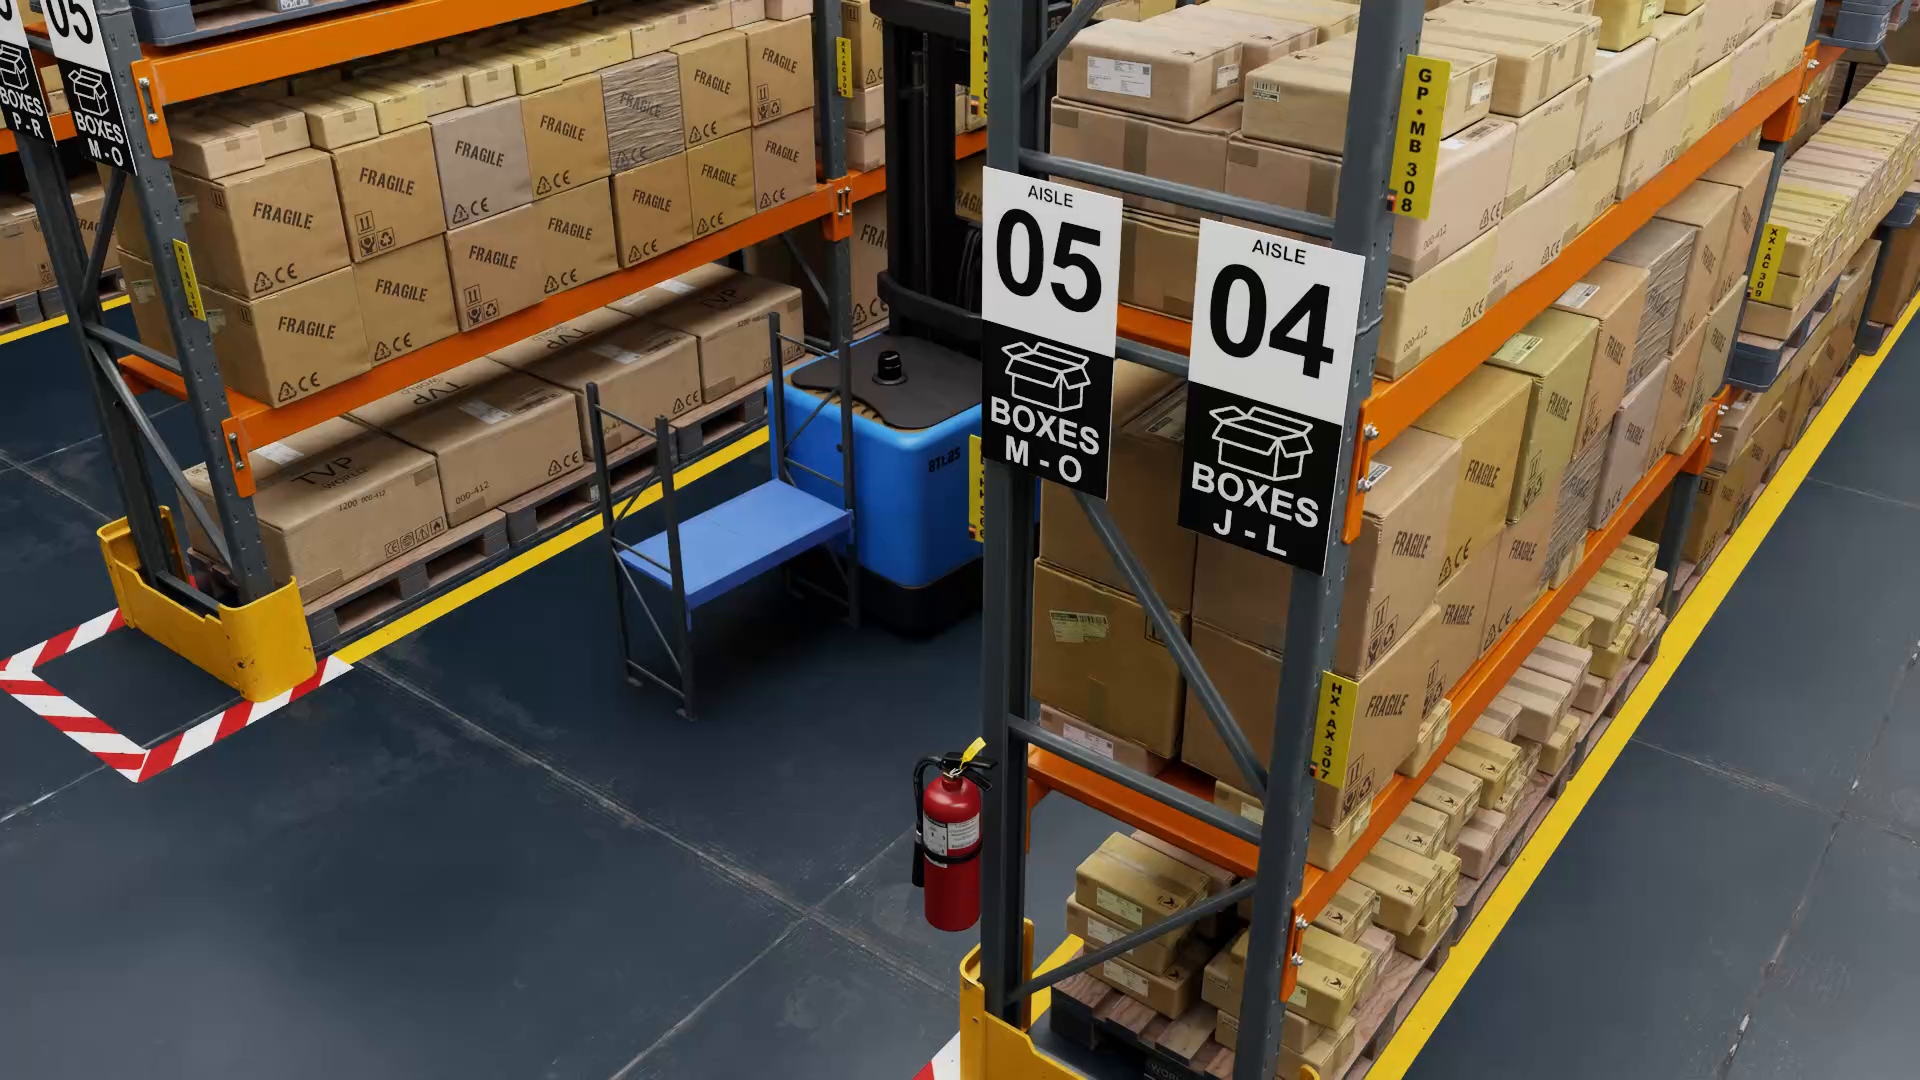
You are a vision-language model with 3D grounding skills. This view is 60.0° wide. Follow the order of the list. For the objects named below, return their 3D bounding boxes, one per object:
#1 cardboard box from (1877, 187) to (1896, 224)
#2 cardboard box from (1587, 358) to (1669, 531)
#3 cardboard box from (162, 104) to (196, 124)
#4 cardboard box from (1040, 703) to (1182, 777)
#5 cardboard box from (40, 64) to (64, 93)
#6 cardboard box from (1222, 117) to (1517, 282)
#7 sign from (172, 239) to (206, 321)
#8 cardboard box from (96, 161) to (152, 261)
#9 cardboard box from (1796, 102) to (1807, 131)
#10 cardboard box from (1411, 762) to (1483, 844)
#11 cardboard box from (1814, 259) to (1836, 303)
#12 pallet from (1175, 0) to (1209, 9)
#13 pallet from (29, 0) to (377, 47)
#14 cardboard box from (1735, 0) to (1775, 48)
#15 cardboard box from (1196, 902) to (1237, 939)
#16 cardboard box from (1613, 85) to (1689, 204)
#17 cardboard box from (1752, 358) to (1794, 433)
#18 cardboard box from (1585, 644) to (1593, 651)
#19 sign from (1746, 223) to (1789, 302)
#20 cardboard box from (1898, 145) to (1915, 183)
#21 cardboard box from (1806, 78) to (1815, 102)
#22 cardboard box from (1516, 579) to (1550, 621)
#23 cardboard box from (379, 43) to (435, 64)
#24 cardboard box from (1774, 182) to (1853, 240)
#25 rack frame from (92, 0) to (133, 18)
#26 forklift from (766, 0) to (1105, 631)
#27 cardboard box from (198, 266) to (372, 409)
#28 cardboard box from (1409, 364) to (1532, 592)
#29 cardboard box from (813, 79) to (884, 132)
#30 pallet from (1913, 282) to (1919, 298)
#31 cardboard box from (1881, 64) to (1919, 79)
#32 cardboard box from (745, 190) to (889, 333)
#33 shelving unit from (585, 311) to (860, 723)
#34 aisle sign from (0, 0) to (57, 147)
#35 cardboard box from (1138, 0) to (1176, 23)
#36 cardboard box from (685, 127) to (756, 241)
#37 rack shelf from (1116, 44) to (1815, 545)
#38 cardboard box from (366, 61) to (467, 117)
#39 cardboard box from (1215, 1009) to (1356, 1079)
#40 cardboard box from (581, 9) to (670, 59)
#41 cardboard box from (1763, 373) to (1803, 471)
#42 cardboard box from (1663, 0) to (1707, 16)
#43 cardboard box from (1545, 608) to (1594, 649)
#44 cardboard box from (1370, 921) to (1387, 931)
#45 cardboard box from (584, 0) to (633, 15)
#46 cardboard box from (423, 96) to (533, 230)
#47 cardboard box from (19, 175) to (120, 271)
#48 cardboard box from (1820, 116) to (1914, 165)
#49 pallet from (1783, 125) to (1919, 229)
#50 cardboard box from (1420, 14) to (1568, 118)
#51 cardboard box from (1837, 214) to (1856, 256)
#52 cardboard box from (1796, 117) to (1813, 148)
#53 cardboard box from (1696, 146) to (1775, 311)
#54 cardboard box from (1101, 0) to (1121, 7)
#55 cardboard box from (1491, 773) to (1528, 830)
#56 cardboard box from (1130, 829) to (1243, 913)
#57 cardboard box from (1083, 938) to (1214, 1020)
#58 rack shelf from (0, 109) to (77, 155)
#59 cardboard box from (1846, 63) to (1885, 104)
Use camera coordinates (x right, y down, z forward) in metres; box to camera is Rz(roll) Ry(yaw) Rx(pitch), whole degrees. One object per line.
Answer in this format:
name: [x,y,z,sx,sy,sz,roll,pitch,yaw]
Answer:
cardboard box: [4.617,-1.781,8.648,0.380,0.149,0.250,22,37,33]
cardboard box: [2.229,-0.419,6.126,0.500,0.500,0.500,21,37,31]
cardboard box: [-3.453,-1.761,7.064,0.380,0.149,0.250,22,37,32]
cardboard box: [0.469,0.570,5.093,0.380,0.149,0.250,21,37,31]
cardboard box: [-6.082,-3.119,10.925,0.500,0.250,0.500,20,36,30]
cardboard box: [0.975,-0.862,3.977,0.500,0.250,0.500,22,37,32]
sign: [-3.071,-1.034,6.626,0.100,0.325,0.005,21,37,31]
cardboard box: [-3.409,-1.543,7.333,0.500,0.500,0.500,22,37,33]
cardboard box: [4.554,-2.416,9.427,0.380,0.149,0.250,20,36,30]
cardboard box: [1.668,0.915,6.065,0.380,0.149,0.250,23,37,33]
cardboard box: [3.833,-1.251,7.753,0.380,0.149,0.250,21,37,32]
pallet: [1.664,-4.293,13.239,1.213,0.211,1.003,21,37,31]
pallet: [-3.071,-2.358,6.932,1.003,0.211,1.213,21,37,31]
cardboard box: [2.512,-1.912,5.748,0.500,0.250,0.500,19,36,29]
cardboard box: [0.789,1.207,5.864,0.380,0.149,0.250,20,36,30]
cardboard box: [1.914,-1.281,5.174,0.500,0.250,0.500,21,37,31]
cardboard box: [3.888,-0.809,8.477,0.500,0.250,0.500,22,37,33]
cardboard box: [2.444,0.499,7.058,0.380,0.149,0.250,21,37,32]
sign: [3.349,-1.153,6.904,0.100,0.325,0.005,21,37,31]
cardboard box: [4.771,-2.011,8.744,0.380,0.149,0.250,21,36,31]
cardboard box: [4.581,-2.562,9.382,0.380,0.149,0.250,21,37,31]
cardboard box: [1.855,0.109,5.871,0.380,0.149,0.250,23,37,33]
cardboard box: [-2.727,-2.296,7.967,0.380,0.149,0.250,22,37,32]
cardboard box: [3.836,-1.510,7.607,0.380,0.149,0.250,21,37,32]
rack frame: [-3.510,-3.382,5.630,1.000,3.000,0.127,21,37,31]
forklift: [0.420,-1.495,8.398,1.130,2.935,3.031,25,39,35]
cardboard box: [-2.992,-0.951,7.314,0.500,0.500,0.500,21,36,31]
cardboard box: [1.279,-0.228,4.821,0.500,0.500,0.500,22,37,33]
cardboard box: [-0.605,-2.669,9.969,0.500,0.250,0.500,20,36,30]
pallet: [6.599,-2.162,12.191,1.003,0.211,1.213,21,37,31]
cardboard box: [5.396,-2.559,9.376,0.380,0.149,0.250,20,36,29]
cardboard box: [-0.785,-1.970,10.804,0.875,0.875,0.875,22,37,33]
shelving unit: [-1.020,-0.117,7.477,0.538,1.500,1.048,25,39,35]
aisle sign: [-3.801,-1.986,6.608,0.394,0.787,0.004,21,37,31]
cardboard box: [1.229,-3.928,12.093,0.500,0.250,0.500,21,37,31]
cardboard box: [-1.478,-1.992,9.071,0.500,0.500,0.500,20,36,30]
rack shelf: [1.704,-1.113,5.449,1.077,0.370,4.000,21,37,31]
cardboard box: [-2.465,-2.047,7.546,0.380,0.149,0.250,22,37,32]
cardboard box: [1.069,1.613,5.471,0.380,0.149,0.250,22,37,32]
cardboard box: [-1.693,-2.563,8.417,0.380,0.149,0.250,21,36,31]
cardboard box: [4.193,-0.701,9.031,0.500,0.500,0.500,22,37,32]
cardboard box: [2.044,-1.703,5.005,0.380,0.149,0.250,20,36,30]
cardboard box: [2.418,0.371,6.983,0.380,0.149,0.250,22,37,33]
cardboard box: [1.306,1.245,5.800,0.380,0.149,0.250,22,37,32]
cardboard box: [-1.955,-2.822,8.855,0.380,0.149,0.250,21,36,31]
cardboard box: [-2.383,-1.805,7.775,0.500,0.500,0.500,21,36,31]
cardboard box: [-6.079,-2.171,11.512,0.500,0.500,0.500,22,37,32]
cardboard box: [4.614,-2.034,8.490,0.380,0.149,0.250,23,38,34]
pallet: [4.981,-2.165,9.650,1.213,0.211,1.003,21,37,31]
cardboard box: [1.264,-1.179,4.120,0.380,0.149,0.250,21,37,31]
cardboard box: [3.983,-1.481,7.849,0.380,0.149,0.250,19,36,29]
cardboard box: [4.733,-2.414,9.716,0.380,0.149,0.250,23,38,34]
cardboard box: [2.844,-1.271,6.583,0.500,0.500,0.500,20,36,30]
cardboard box: [0.912,-4.024,11.519,0.500,0.500,0.500,22,37,32]
cardboard box: [1.992,0.980,6.539,0.380,0.149,0.250,21,37,31]
cardboard box: [0.812,1.094,5.763,0.380,0.149,0.250,22,37,32]
cardboard box: [0.649,1.449,5.747,0.380,0.149,0.250,22,37,32]
rack shelf: [-6.263,-2.831,11.290,1.077,0.370,4.000,21,37,31]
cardboard box: [5.812,-2.713,10.287,0.500,0.500,0.500,22,37,32]
